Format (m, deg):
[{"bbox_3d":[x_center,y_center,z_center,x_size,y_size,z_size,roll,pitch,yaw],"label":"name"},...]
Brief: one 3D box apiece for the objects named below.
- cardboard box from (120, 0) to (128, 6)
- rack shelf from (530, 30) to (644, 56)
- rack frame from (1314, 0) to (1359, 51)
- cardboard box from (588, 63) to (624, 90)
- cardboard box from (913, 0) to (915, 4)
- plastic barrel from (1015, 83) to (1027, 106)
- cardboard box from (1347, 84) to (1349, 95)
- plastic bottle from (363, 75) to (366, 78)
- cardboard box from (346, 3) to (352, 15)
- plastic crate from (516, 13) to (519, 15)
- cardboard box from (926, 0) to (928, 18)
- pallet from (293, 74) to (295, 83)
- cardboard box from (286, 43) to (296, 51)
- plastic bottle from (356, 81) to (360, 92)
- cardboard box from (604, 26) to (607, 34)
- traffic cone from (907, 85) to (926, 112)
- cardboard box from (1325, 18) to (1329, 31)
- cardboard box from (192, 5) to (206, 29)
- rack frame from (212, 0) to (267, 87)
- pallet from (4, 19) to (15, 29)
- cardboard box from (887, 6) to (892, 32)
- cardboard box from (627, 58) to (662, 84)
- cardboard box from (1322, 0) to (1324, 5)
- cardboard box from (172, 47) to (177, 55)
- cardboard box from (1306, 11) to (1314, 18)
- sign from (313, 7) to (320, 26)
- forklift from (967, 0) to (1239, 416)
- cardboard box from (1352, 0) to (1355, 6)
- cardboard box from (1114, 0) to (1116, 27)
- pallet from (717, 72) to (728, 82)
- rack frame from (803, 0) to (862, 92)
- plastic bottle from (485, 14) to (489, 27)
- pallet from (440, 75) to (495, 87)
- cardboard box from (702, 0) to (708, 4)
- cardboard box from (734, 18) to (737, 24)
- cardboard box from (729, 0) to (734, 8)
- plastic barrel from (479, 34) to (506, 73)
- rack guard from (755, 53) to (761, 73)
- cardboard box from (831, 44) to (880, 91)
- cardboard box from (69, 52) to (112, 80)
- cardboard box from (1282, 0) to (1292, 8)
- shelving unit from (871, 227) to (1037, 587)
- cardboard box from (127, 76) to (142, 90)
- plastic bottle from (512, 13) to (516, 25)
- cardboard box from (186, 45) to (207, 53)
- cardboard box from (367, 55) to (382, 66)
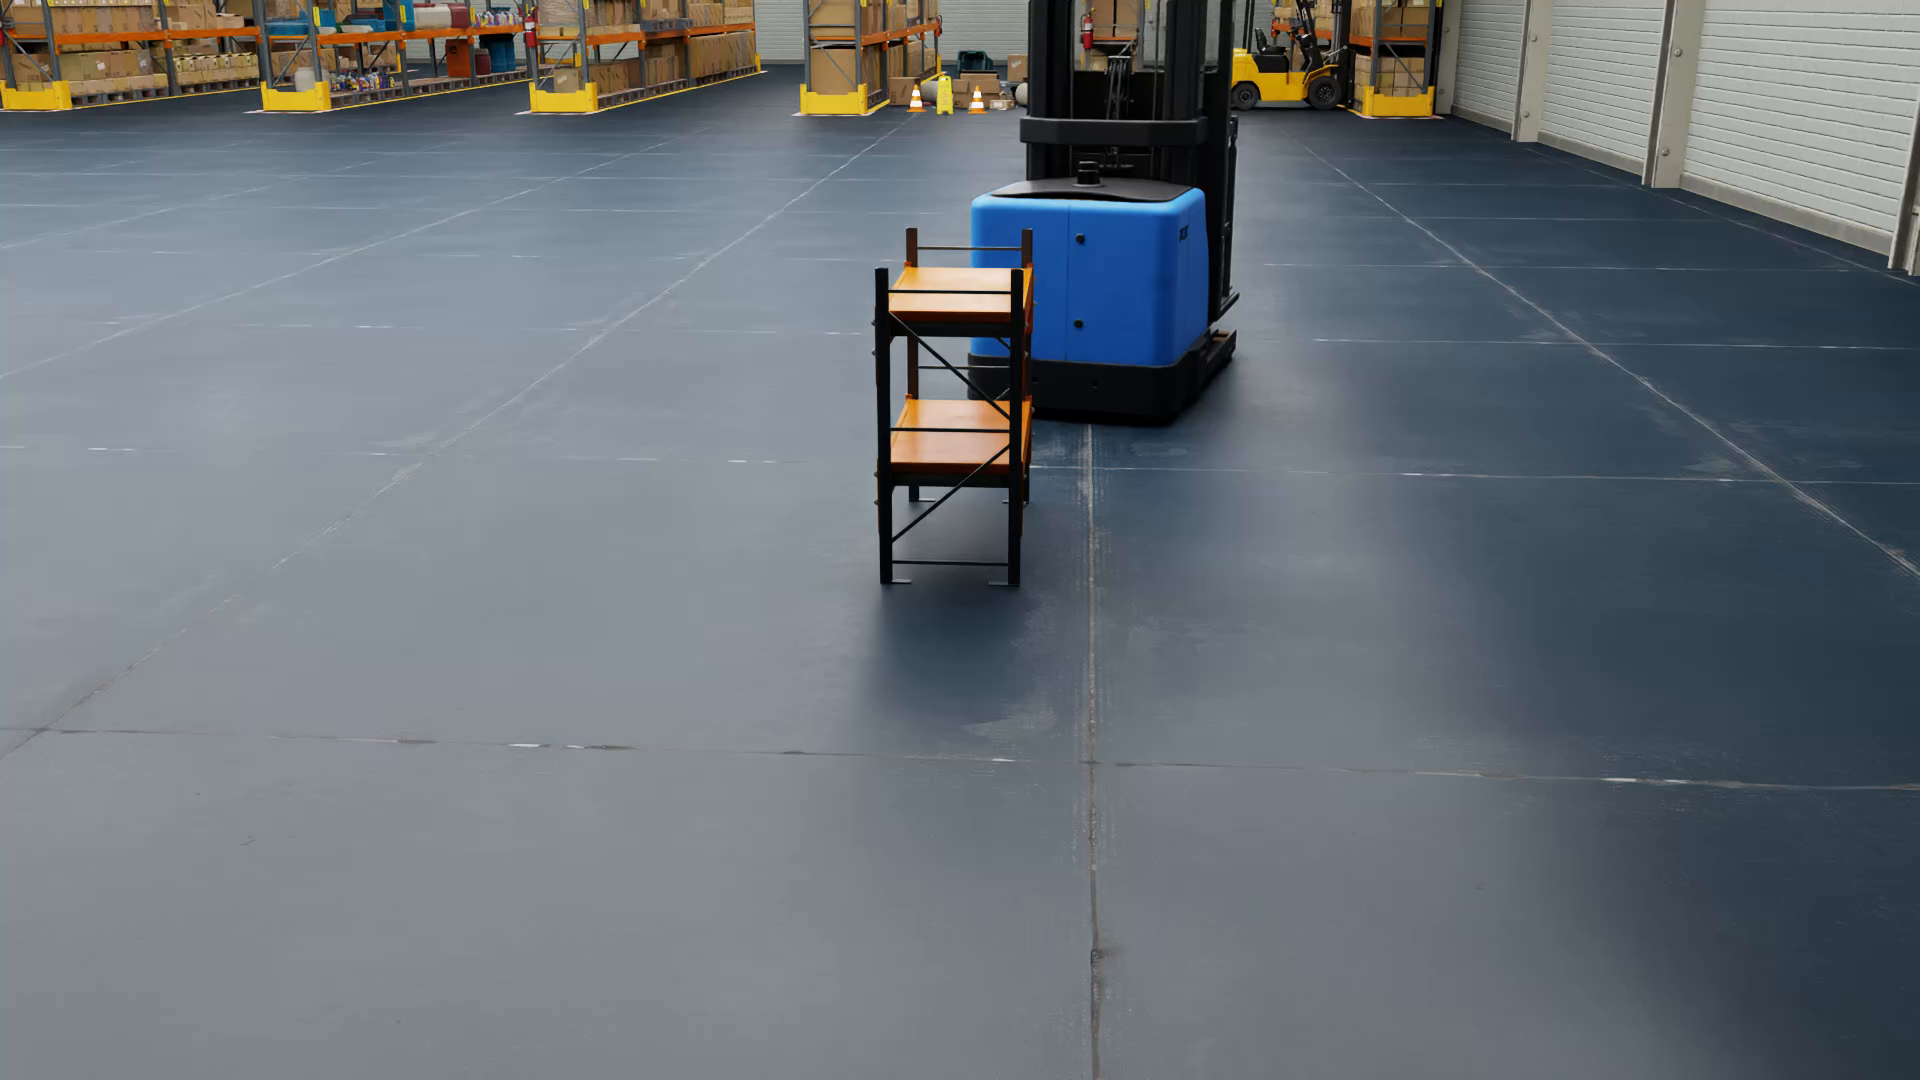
[{"bbox_3d":[-16.659,-10.609,32.781,0.380,0.149,0.250,1,18,4],"label":"cardboard box"},{"bbox_3d":[-7.041,-9.473,31.672,1.077,0.370,4.000,1,18,4],"label":"rack shelf"},{"bbox_3d":[8.224,-11.348,36.238,1.000,3.000,0.127,1,18,4],"label":"rack frame"},{"bbox_3d":[-7.000,-9.147,32.860,0.500,0.500,0.500,7,20,21],"label":"cardboard box"},{"bbox_3d":[-1.276,-12.768,39.344,0.380,0.149,0.250,1,18,4],"label":"cardboard box"},{"bbox_3d":[1.338,-8.424,31.452,0.512,0.421,0.421,17,25,41],"label":"plastic barrel"},{"bbox_3d":[7.474,-8.380,30.923,0.500,0.250,0.500,2,18,6],"label":"cardboard box"},{"bbox_3d":[-11.756,-9.051,32.883,0.061,0.283,0.133,1,18,4],"label":"plastic bottle"},{"bbox_3d":[-15.863,-13.502,42.652,0.500,0.500,0.500,2,18,5],"label":"cardboard box"},{"bbox_3d":[-11.440,-13.651,43.440,0.416,0.233,0.300,1,18,4],"label":"plastic crate"},{"bbox_3d":[-1.069,-13.270,41.465,0.500,0.500,0.500,1,18,4],"label":"cardboard box"},{"bbox_3d":[-16.311,-11.185,40.218,1.003,0.211,1.213,1,18,4],"label":"pallet"},{"bbox_3d":[-16.555,-12.066,40.531,0.500,0.250,0.500,1,18,4],"label":"cardboard box"},{"bbox_3d":[-11.677,-8.772,32.165,0.097,0.201,0.097,0,18,0],"label":"plastic bottle"},{"bbox_3d":[-6.844,-9.546,31.143,0.380,0.149,0.250,1,18,4],"label":"cardboard box"},{"bbox_3d":[-0.790,-7.980,30.033,0.336,0.463,0.334,1,18,4],"label":"traffic cone"},{"bbox_3d":[7.839,-10.667,34.401,0.500,0.250,0.500,2,18,6],"label":"cardboard box"},{"bbox_3d":[-16.634,-11.264,35.820,0.500,0.500,0.500,1,18,4],"label":"cardboard box"},{"bbox_3d":[-16.492,-11.901,37.926,1.000,3.000,0.127,1,18,4],"label":"rack frame"},{"bbox_3d":[-21.534,-11.304,36.411,1.003,0.211,1.213,1,18,4],"label":"pallet"},{"bbox_3d":[-1.652,-10.499,33.487,0.500,0.500,0.500,1,18,5],"label":"cardboard box"},{"bbox_3d":[-6.740,-9.969,35.338,0.700,0.500,0.500,0,18,-1],"label":"cardboard box"},{"bbox_3d":[7.897,-11.448,35.341,0.380,0.149,0.250,2,18,5],"label":"cardboard box"},{"bbox_3d":[-20.951,-12.650,43.553,0.700,0.500,0.500,1,18,3],"label":"cardboard box"},{"bbox_3d":[7.889,-11.641,36.860,0.380,0.149,0.250,2,18,5],"label":"cardboard box"},{"bbox_3d":[-11.577,-9.423,29.917,0.100,0.325,0.005,1,18,4],"label":"sign"},{"bbox_3d":[0.969,-2.412,9.077,1.130,2.935,3.031,6,19,17],"label":"forklift"},{"bbox_3d":[7.533,-10.050,31.074,0.380,0.149,0.250,1,18,3],"label":"cardboard box"},{"bbox_3d":[3.079,-9.622,30.332,0.500,0.500,0.500,1,18,3],"label":"cardboard box"},{"bbox_3d":[-6.305,-11.355,40.737,1.003,0.211,1.213,1,18,4],"label":"pallet"},{"bbox_3d":[-2.245,-9.052,29.231,1.000,3.000,0.127,1,18,4],"label":"rack frame"},{"bbox_3d":[-11.096,-12.178,38.977,0.097,0.271,0.097,0,18,0],"label":"plastic bottle"},{"bbox_3d":[-11.537,-10.710,38.769,1.003,0.211,1.213,1,18,4],"label":"pallet"},{"bbox_3d":[-6.423,-13.034,39.611,0.797,0.503,0.637,1,18,5],"label":"cardboard box"},{"bbox_3d":[-5.899,-13.211,42.326,0.380,0.149,0.250,1,18,3],"label":"cardboard box"},{"bbox_3d":[-5.992,-13.643,41.802,0.500,0.500,0.500,1,18,4],"label":"cardboard box"},{"bbox_3d":[-11.372,-11.846,40.452,0.600,0.901,0.708,1,18,4],"label":"plastic barrel"},{"bbox_3d":[-6.036,-12.983,45.242,1.175,0.500,0.348,1,18,4],"label":"rack guard"},{"bbox_3d":[-2.073,-9.290,32.697,0.875,0.875,0.875,2,18,5],"label":"cardboard box"},{"bbox_3d":[-16.748,-9.138,32.031,0.500,0.500,0.500,1,18,4],"label":"cardboard box"},{"bbox_3d":[8.389,-13.658,41.847,0.500,0.500,0.500,2,18,5],"label":"cardboard box"},{"bbox_3d":[0.000,-0.537,6.254,0.538,1.125,1.048,1,18,4],"label":"shelving unit"},{"bbox_3d":[-16.661,-9.092,33.095,0.500,0.250,0.500,1,18,4],"label":"cardboard box"},{"bbox_3d":[-10.942,-12.774,40.776,0.061,0.283,0.133,1,18,4],"label":"plastic bottle"},{"bbox_3d":[-20.846,-13.132,45.022,0.700,0.500,0.500,1,18,4],"label":"cardboard box"},{"bbox_3d":[-15.810,-12.819,44.438,0.500,0.250,0.500,1,18,4],"label":"cardboard box"}]
